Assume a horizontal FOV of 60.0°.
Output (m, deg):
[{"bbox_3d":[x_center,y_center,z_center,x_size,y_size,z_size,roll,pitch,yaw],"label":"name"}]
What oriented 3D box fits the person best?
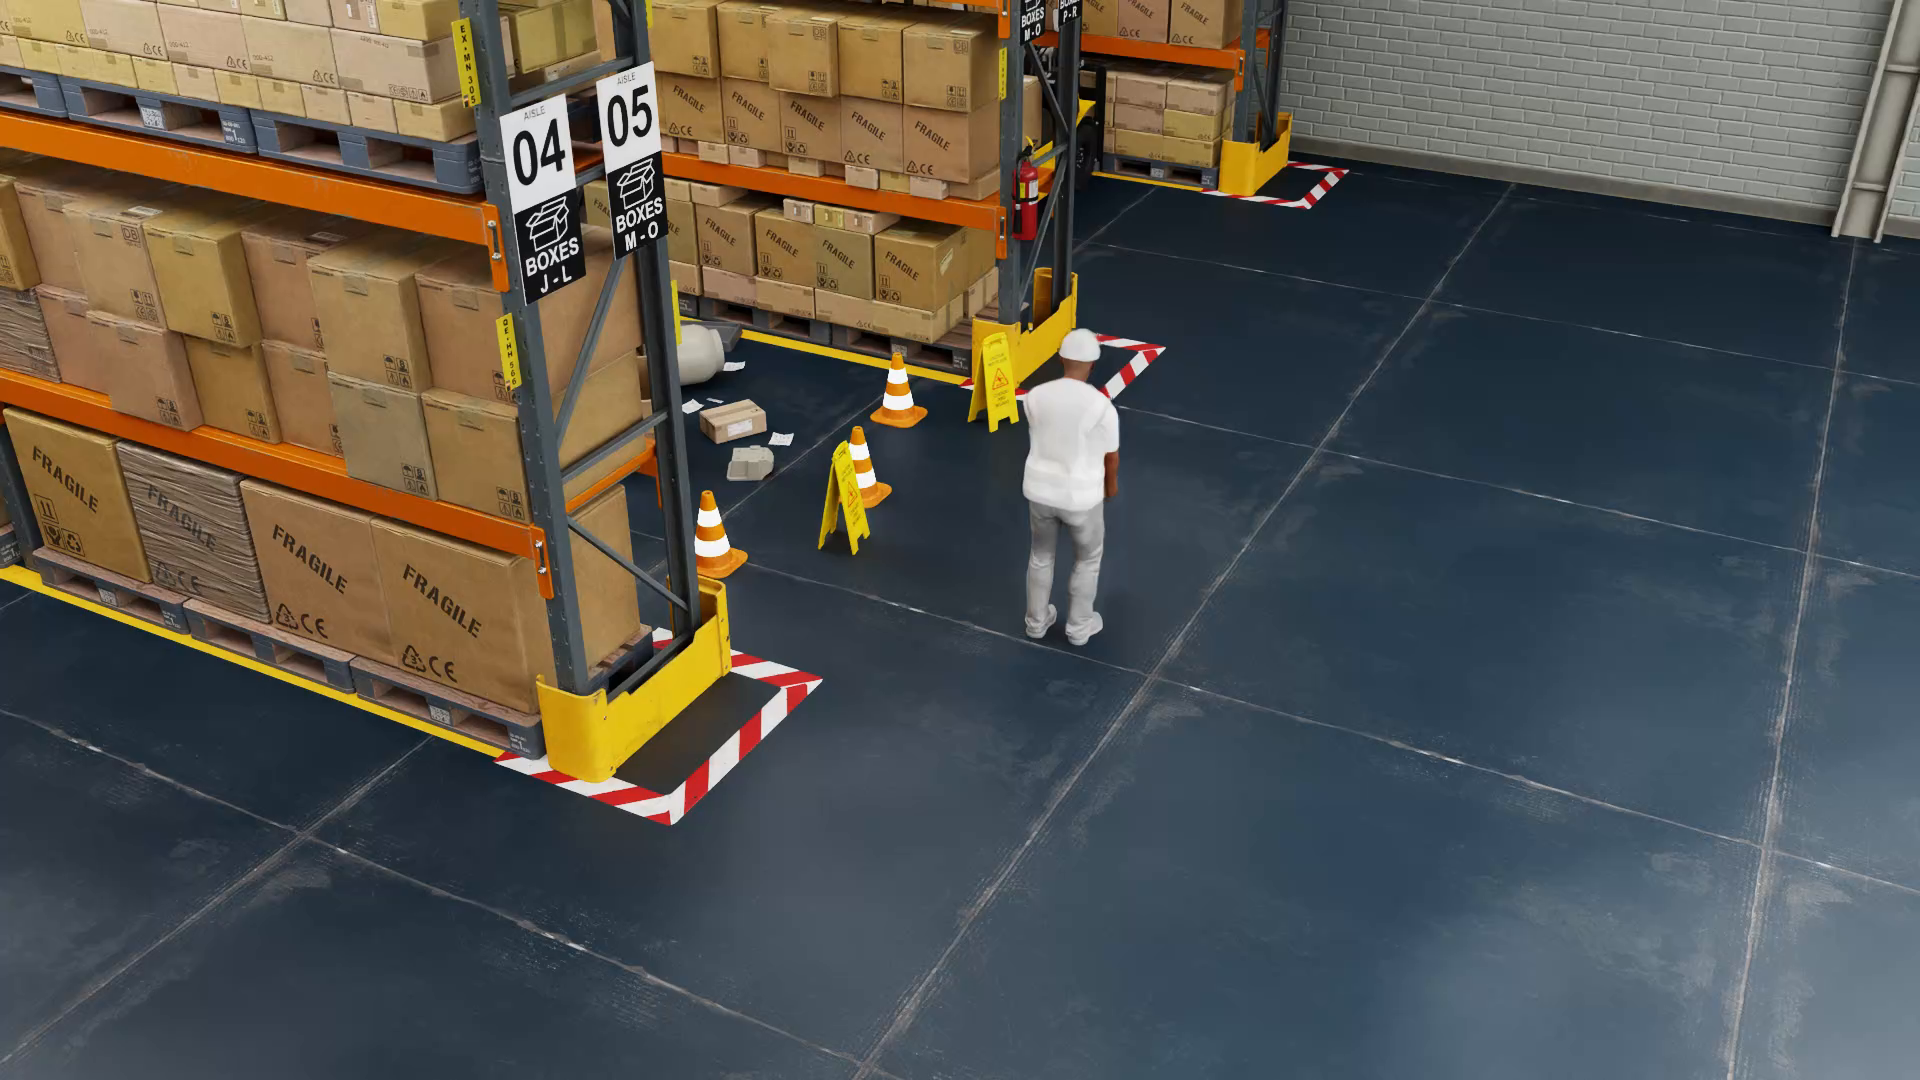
[{"bbox_3d":[0.533,-0.256,8.722,0.633,1.759,0.459,12,32,20],"label":"person"}]
